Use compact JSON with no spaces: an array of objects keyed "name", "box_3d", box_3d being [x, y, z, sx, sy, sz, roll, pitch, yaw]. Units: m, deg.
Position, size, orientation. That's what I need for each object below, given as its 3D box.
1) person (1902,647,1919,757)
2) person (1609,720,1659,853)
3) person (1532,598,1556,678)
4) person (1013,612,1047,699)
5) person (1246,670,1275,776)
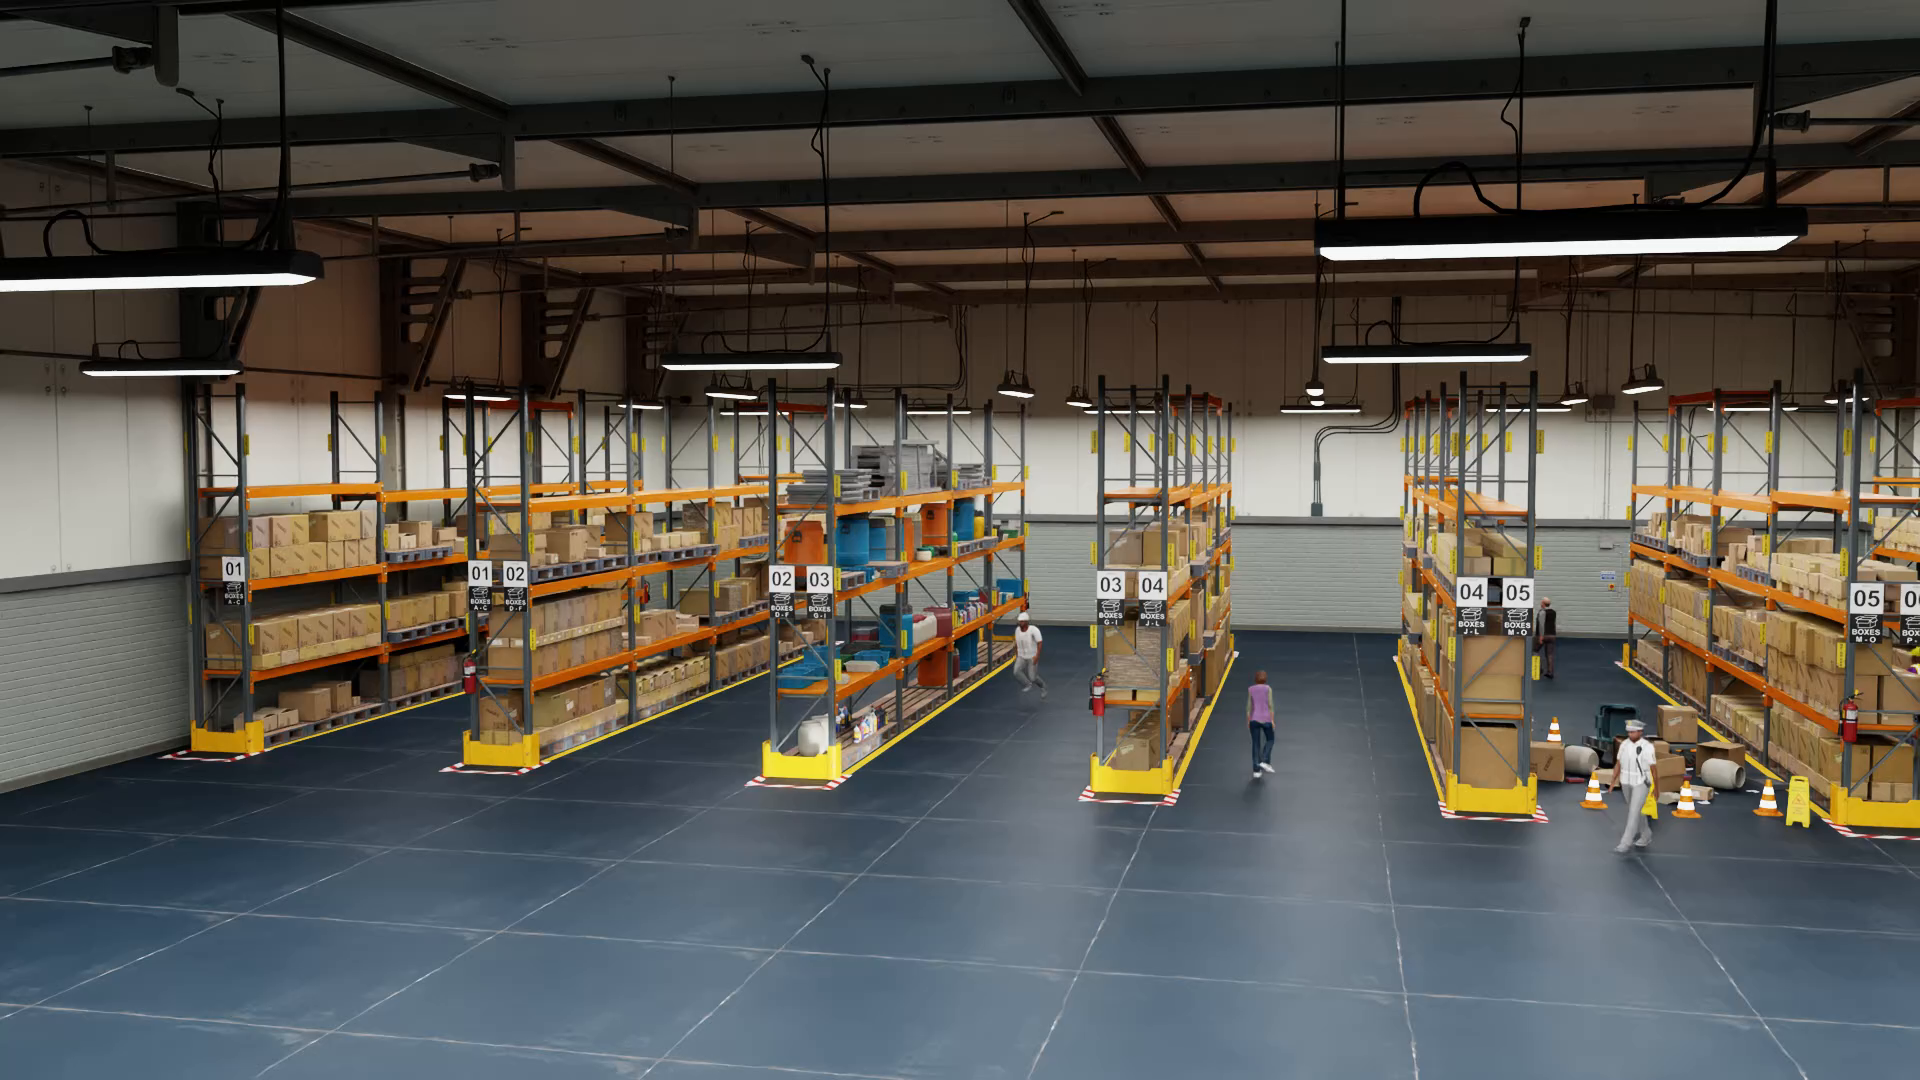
[{"name":"person","box_3d":[15.358,2.627,26.577,0.537,1.806,0.602,0,3,7]},{"name":"person","box_3d":[8.240,3.009,20.423,1.019,1.609,0.474,-2,4,-31]},{"name":"person","box_3d":[12.592,2.095,35.665,0.527,1.705,0.567,-1,3,-11]},{"name":"person","box_3d":[1.330,2.221,31.854,0.630,1.687,0.793,2,4,33]},{"name":"person","box_3d":[4.538,2.759,25.128,0.456,1.583,0.471,1,4,23]}]
